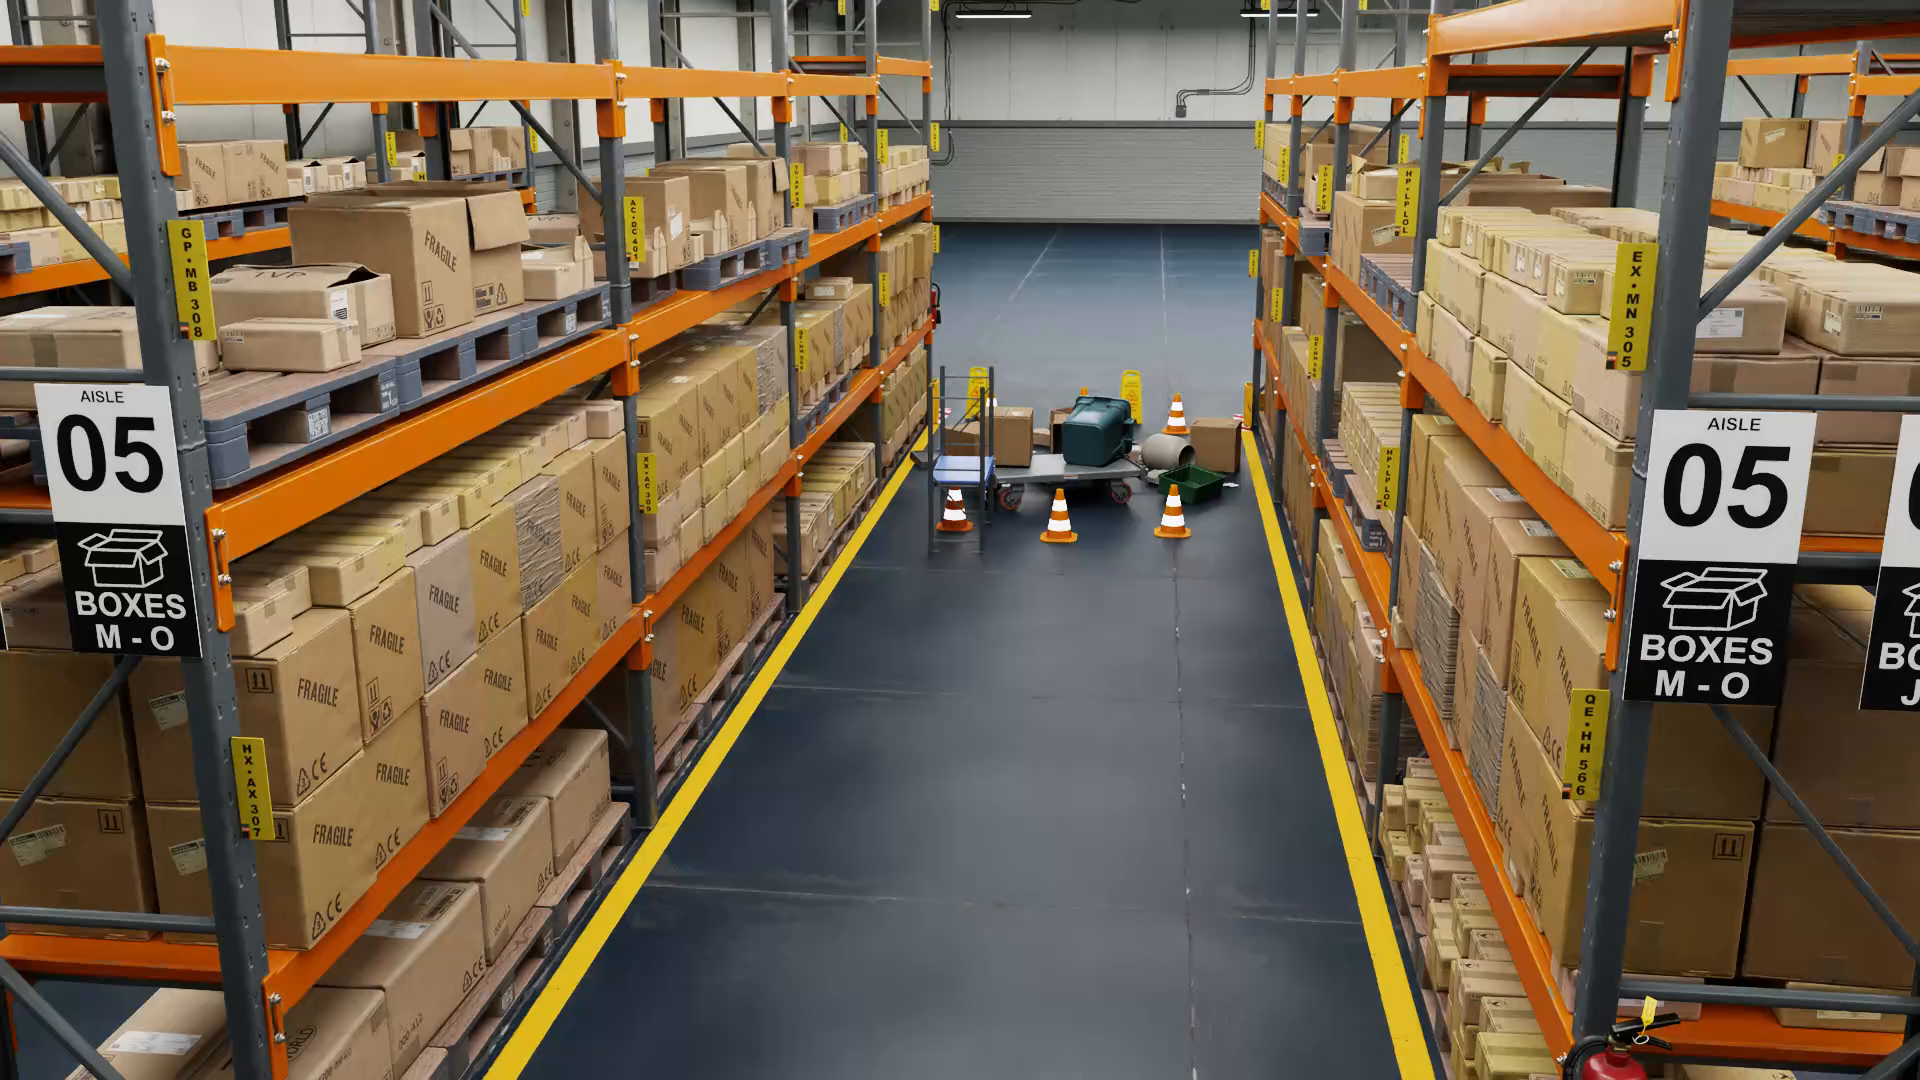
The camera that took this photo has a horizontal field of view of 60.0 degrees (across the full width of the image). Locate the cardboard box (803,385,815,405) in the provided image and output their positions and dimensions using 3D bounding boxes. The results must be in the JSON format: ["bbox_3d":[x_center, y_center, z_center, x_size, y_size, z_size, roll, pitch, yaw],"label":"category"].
[{"bbox_3d":[-1.390,-1.197,13.608,0.380,0.149,0.250,1,15,3],"label":"cardboard box"}]

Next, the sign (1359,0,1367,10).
[{"bbox_3d":[4.617,-6.216,19.057,0.100,0.325,0.005,2,15,6],"label":"sign"}]

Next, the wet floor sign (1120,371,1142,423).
[{"bbox_3d":[2.115,-1.780,20.596,0.267,0.644,0.232,-1,15,-3],"label":"wet floor sign"}]

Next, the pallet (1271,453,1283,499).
[{"bbox_3d":[3.792,-0.662,17.293,1.003,0.211,1.213,2,15,6],"label":"pallet"}]

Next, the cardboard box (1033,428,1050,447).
[{"bbox_3d":[1.009,-1.195,19.383,0.380,0.149,0.250,11,19,35],"label":"cardboard box"}]

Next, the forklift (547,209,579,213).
[{"bbox_3d":[-3.306,-1.677,15.837,1.130,2.935,3.031,1,15,5],"label":"forklift"}]

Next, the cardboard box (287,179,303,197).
[{"bbox_3d":[-6.144,-3.161,14.933,0.380,0.149,0.250,2,15,6],"label":"cardboard box"}]

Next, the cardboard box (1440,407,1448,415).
[{"bbox_3d":[3.546,-0.938,11.511,0.380,0.149,0.250,2,15,6],"label":"cardboard box"}]

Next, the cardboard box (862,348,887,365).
[{"bbox_3d":[-0.948,-1.884,16.951,0.380,0.149,0.250,2,15,6],"label":"cardboard box"}]

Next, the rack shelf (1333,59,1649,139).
[{"bbox_3d":[2.951,-2.612,9.816,1.077,0.370,4.000,2,15,6],"label":"rack shelf"}]

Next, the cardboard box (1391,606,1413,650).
[{"bbox_3d":[2.368,0.447,8.332,0.380,0.149,0.250,2,15,8],"label":"cardboard box"}]

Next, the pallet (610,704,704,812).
[{"bbox_3d":[-2.192,1.286,10.089,1.003,0.211,1.213,2,15,6],"label":"pallet"}]

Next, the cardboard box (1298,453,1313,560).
[{"bbox_3d":[3.430,-0.274,14.024,1.050,0.750,0.750,2,15,7],"label":"cardboard box"}]

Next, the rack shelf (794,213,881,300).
[{"bbox_3d":[-1.527,-2.515,14.435,1.077,0.370,4.000,2,15,6],"label":"rack shelf"}]

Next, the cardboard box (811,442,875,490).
[{"bbox_3d":[-1.358,-0.731,16.435,0.950,0.372,0.625,2,15,7],"label":"cardboard box"}]

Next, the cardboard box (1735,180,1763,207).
[{"bbox_3d":[8.573,-3.674,17.632,0.500,0.250,0.500,2,15,6],"label":"cardboard box"}]

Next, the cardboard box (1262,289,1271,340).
[{"bbox_3d":[3.854,-2.540,18.611,0.875,0.550,0.550,2,15,6],"label":"cardboard box"}]

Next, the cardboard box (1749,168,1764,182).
[{"bbox_3d":[8.555,-3.845,17.501,0.380,0.149,0.250,1,15,4],"label":"cardboard box"}]

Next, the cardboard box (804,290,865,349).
[{"bbox_3d":[-1.181,-2.072,15.600,0.500,0.500,0.500,2,15,7],"label":"cardboard box"}]

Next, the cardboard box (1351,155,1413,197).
[{"bbox_3d":[2.799,-2.411,11.015,0.396,0.266,0.258,2,15,6],"label":"cardboard box"}]

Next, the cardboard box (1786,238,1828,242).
[{"bbox_3d":[9.070,-2.943,17.711,0.500,0.500,0.500,2,15,6],"label":"cardboard box"}]

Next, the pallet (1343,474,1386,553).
[{"bbox_3d":[2.994,-0.168,10.493,1.003,0.211,1.213,2,15,6],"label":"pallet"}]

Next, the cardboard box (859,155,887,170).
[{"bbox_3d":[-0.942,-3.785,16.707,0.380,0.149,0.250,2,15,8],"label":"cardboard box"}]

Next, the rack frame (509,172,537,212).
[{"bbox_3d":[-5.783,-3.115,21.024,1.000,3.000,0.127,2,15,6],"label":"rack frame"}]

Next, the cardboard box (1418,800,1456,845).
[{"bbox_3d":[2.411,1.368,7.961,0.380,0.149,0.250,1,15,5],"label":"cardboard box"}]

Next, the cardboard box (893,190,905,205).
[{"bbox_3d":[-0.790,-3.665,17.791,0.380,0.149,0.250,1,15,5],"label":"cardboard box"}]

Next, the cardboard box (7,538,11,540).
[{"bbox_3d":[-7.182,-0.021,12.322,0.380,0.149,0.250,1,15,4],"label":"cardboard box"}]

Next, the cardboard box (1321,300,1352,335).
[{"bbox_3d":[3.349,-1.687,13.635,0.700,0.500,0.500,1,15,5],"label":"cardboard box"}]

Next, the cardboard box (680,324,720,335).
[{"bbox_3d":[-2.052,-1.305,12.224,0.500,0.500,0.500,1,15,4],"label":"cardboard box"}]

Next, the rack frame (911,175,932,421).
[{"bbox_3d":[-0.850,-2.970,20.487,1.000,3.000,0.127,2,15,6],"label":"rack frame"}]

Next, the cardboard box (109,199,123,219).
[{"bbox_3d":[-6.486,-2.509,12.561,0.380,0.149,0.250,2,15,7],"label":"cardboard box"}]

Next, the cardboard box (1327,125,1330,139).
[{"bbox_3d":[4.320,-4.585,18.669,0.380,0.149,0.250,2,15,7],"label":"cardboard box"}]

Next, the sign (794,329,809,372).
[{"bbox_3d":[-1.201,-1.439,12.605,0.100,0.325,0.005,2,15,6],"label":"sign"}]

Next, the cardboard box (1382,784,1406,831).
[{"bbox_3d":[2.367,1.376,8.501,0.380,0.149,0.250,2,15,9],"label":"cardboard box"}]

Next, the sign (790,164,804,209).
[{"bbox_3d":[-1.203,-2.612,12.276,0.100,0.325,0.005,2,15,6],"label":"sign"}]

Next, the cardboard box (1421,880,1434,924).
[{"bbox_3d":[2.380,1.723,7.790,0.380,0.149,0.250,1,15,5],"label":"cardboard box"}]

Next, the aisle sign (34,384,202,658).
[{"bbox_3d":[-2.376,-0.048,4.701,0.394,0.787,0.004,2,15,6],"label":"aisle sign"}]

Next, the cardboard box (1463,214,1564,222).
[{"bbox_3d":[2.416,-1.343,7.289,0.380,0.149,0.250,2,15,6],"label":"cardboard box"}]

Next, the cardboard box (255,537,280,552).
[{"bbox_3d":[-2.695,-0.029,6.261,0.380,0.149,0.250,2,15,6],"label":"cardboard box"}]

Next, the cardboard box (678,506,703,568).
[{"bbox_3d":[-1.836,-0.026,9.887,0.500,0.250,0.500,1,15,5],"label":"cardboard box"}]

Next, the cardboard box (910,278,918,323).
[{"bbox_3d":[-0.759,-2.754,18.925,0.500,0.500,0.500,2,15,6],"label":"cardboard box"}]

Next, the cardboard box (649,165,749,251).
[{"bbox_3d":[-1.664,-2.128,10.632,0.500,0.500,0.500,2,15,7],"label":"cardboard box"}]

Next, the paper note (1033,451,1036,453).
[{"bbox_3d":[0.776,-1.012,18.954,0.148,0.019,0.142,7,17,25],"label":"paper note"}]

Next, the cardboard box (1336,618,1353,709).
[{"bbox_3d":[2.679,0.801,10.527,0.500,0.500,0.500,1,15,5],"label":"cardboard box"}]

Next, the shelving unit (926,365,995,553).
[{"bbox_3d":[0.017,-0.751,15.127,0.538,1.500,1.048,1,16,5],"label":"shelving unit"}]

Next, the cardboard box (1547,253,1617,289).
[{"bbox_3d":[2.184,-0.868,5.534,0.380,0.149,0.250,1,15,5],"label":"cardboard box"}]

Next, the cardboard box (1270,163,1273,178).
[{"bbox_3d":[3.580,-4.021,18.114,0.380,0.149,0.250,2,15,6],"label":"cardboard box"}]

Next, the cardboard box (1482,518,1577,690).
[{"bbox_3d":[2.185,0.232,5.968,0.500,0.500,0.500,2,15,9],"label":"cardboard box"}]

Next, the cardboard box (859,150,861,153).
[{"bbox_3d":[-1.296,-4.202,18.249,0.380,0.149,0.250,2,15,7],"label":"cardboard box"}]

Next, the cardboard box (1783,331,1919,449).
[{"bbox_3d":[2.583,-0.426,4.663,0.500,0.250,0.500,2,15,7],"label":"cardboard box"}]

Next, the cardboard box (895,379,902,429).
[{"bbox_3d":[-0.918,-1.454,17.908,0.500,0.500,0.500,2,15,9],"label":"cardboard box"}]

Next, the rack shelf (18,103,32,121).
[{"bbox_3d":[-6.911,-2.877,10.796,1.077,0.370,4.000,2,15,6],"label":"rack shelf"}]

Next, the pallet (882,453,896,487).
[{"bbox_3d":[-1.261,-0.762,17.663,1.003,0.211,1.213,2,15,6],"label":"pallet"}]

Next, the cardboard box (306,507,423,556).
[{"bbox_3d":[-2.250,-0.021,6.231,0.380,0.149,0.250,2,15,7],"label":"cardboard box"}]

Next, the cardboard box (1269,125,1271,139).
[{"bbox_3d":[3.638,-4.539,18.501,0.380,0.149,0.250,2,15,7],"label":"cardboard box"}]

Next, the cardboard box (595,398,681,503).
[{"bbox_3d":[-1.869,-0.494,9.224,0.500,0.500,0.500,2,15,7],"label":"cardboard box"}]

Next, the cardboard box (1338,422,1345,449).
[{"bbox_3d":[2.926,-0.747,11.942,0.380,0.149,0.250,1,15,5],"label":"cardboard box"}]

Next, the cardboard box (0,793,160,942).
[{"bbox_3d":[-2.864,0.999,5.619,0.500,0.500,0.500,2,15,7],"label":"cardboard box"}]

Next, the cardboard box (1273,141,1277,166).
[{"bbox_3d":[3.600,-4.110,17.679,0.500,0.250,0.500,2,15,6],"label":"cardboard box"}]

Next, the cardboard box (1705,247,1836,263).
[{"bbox_3d":[2.763,-0.920,5.724,0.380,0.149,0.250,2,15,8],"label":"cardboard box"}]
